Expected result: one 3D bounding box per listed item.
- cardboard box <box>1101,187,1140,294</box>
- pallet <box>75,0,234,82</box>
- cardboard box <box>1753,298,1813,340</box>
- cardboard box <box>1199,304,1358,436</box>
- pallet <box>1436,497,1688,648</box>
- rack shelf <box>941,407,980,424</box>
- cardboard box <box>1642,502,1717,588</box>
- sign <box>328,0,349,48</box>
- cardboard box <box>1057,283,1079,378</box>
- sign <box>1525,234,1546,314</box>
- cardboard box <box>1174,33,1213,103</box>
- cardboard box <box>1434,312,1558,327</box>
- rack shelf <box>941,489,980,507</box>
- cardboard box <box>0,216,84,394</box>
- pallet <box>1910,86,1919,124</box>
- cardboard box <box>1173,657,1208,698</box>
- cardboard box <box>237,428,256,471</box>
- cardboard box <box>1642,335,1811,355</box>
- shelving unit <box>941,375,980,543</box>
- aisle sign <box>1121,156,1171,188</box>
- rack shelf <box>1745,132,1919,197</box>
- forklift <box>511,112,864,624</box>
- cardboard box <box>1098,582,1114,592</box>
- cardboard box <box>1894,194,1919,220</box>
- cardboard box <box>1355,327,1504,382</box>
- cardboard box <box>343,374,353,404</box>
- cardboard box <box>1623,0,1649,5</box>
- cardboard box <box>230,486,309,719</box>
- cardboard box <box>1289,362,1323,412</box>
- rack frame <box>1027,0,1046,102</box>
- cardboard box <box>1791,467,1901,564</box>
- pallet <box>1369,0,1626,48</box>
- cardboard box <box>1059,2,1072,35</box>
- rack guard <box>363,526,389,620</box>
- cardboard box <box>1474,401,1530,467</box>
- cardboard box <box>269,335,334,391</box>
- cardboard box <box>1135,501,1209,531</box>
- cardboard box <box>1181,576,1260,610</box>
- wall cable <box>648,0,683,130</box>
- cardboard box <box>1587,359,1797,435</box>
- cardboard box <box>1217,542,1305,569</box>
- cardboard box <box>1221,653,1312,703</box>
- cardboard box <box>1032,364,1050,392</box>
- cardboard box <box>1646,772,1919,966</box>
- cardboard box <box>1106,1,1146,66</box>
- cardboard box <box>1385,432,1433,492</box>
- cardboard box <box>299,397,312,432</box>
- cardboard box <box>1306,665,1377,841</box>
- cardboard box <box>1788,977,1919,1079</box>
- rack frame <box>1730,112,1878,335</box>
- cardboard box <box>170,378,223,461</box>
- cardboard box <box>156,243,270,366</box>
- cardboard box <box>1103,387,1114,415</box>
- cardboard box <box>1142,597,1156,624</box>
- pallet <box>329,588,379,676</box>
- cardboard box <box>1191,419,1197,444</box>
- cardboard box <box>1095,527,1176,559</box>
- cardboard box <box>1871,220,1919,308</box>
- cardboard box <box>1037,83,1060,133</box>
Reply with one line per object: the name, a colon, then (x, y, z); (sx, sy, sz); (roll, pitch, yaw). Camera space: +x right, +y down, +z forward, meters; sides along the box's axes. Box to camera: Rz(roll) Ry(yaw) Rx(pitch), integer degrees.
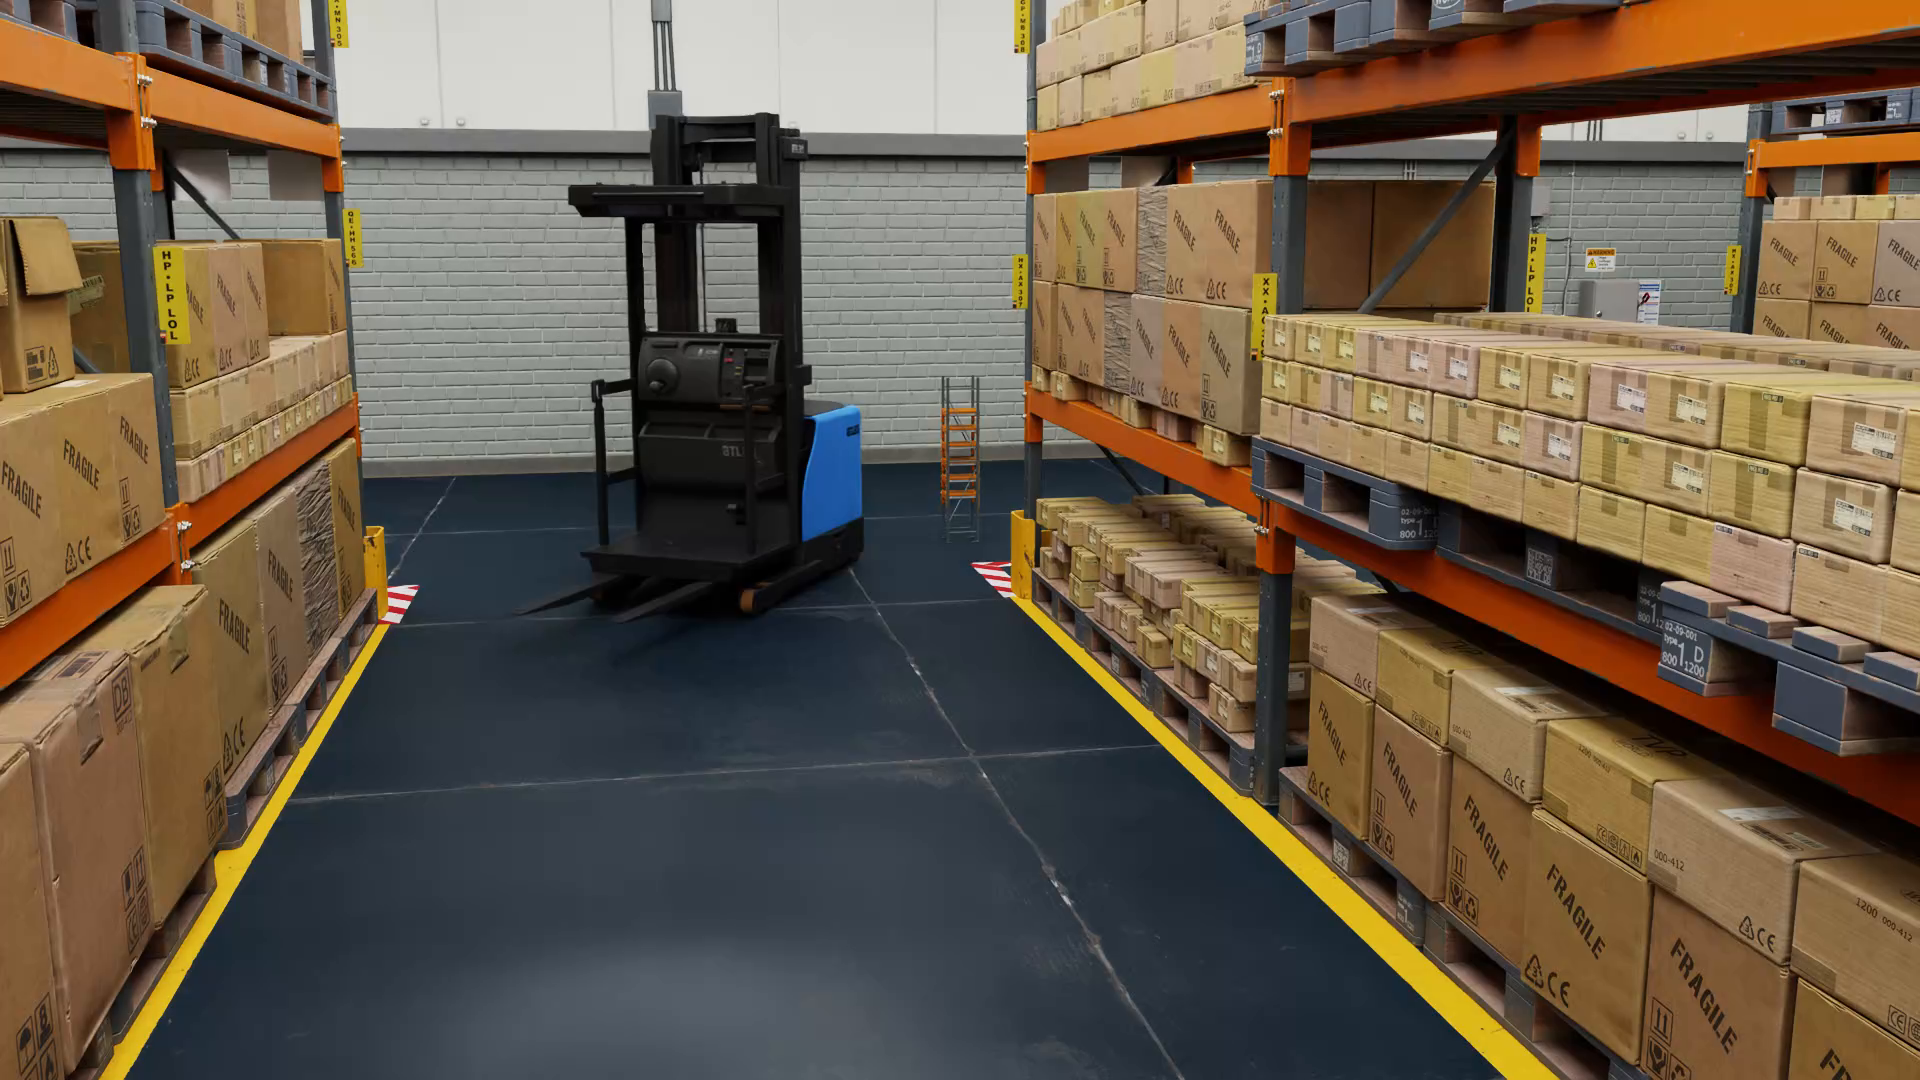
cardboard box: (1.017, -1.483, 8.230); (0.500, 0.500, 0.500); (-2, 11, -13)
pallet: (-3.352, -1.856, 6.138); (1.003, 0.211, 1.213); (-2, 11, -11)
cardboard box: (5.551, -1.320, 10.841); (0.500, 0.500, 0.500); (-2, 11, -11)
cardboard box: (1.310, -0.711, 6.845); (0.500, 0.500, 0.500); (-2, 11, -11)
pallet: (2.034, 0.029, 4.534); (1.003, 0.211, 1.213); (-2, 11, -11)
rack shelf: (0.003, -0.897, 12.011); (0.258, 0.103, 0.180); (-2, 11, -11)
cardboard box: (1.771, 0.001, 3.716); (0.380, 0.149, 0.250); (-2, 11, -12)
sign: (-3.447, -2.896, 9.209); (0.100, 0.325, 0.005); (-2, 11, -11)
cardboard box: (0.849, -1.176, 9.291); (0.500, 0.500, 0.500); (-2, 11, -11)
sign: (2.225, -1.027, 6.472); (0.100, 0.325, 0.005); (-2, 11, -11)
cardboard box: (1.235, -2.009, 7.109); (0.500, 0.250, 0.500); (-2, 11, -11)
cardboard box: (1.951, -0.746, 6.050); (0.380, 0.149, 0.250); (-2, 11, -8)
rack shelf: (0.003, -0.307, 12.124); (0.258, 0.103, 0.180); (-2, 11, -11)
cardboard box: (-3.071, -0.700, 4.903); (0.797, 0.503, 0.637); (-2, 11, -12)
pallet: (6.134, -2.439, 9.205); (1.003, 0.211, 1.213); (-2, 11, -11)
cardboard box: (1.188, 0.601, 7.519); (0.380, 0.149, 0.250); (-2, 11, -13)
cardboard box: (-3.091, -0.363, 6.752); (0.380, 0.149, 0.250); (-2, 11, -13)
cardboard box: (2.204, -0.507, 4.793); (0.380, 0.149, 0.250); (-3, 11, -14)
shelving unit: (0.003, -0.587, 12.070); (0.258, 1.200, 0.189); (-2, 11, -11)
aisle sign: (1.183, -2.472, 10.210); (0.394, 0.787, 0.004); (-2, 11, -11)
rack shelf: (6.128, -2.123, 9.228); (1.077, 0.370, 4.000); (-2, 11, -11)
forklift: (-1.612, -1.075, 10.004); (1.130, 2.935, 3.031); (4, 11, 18)
cardboard box: (0.963, 0.316, 9.017); (0.380, 0.149, 0.250); (-2, 11, -11)
cardboard box: (5.767, -1.962, 9.805); (0.380, 0.149, 0.250); (-2, 11, -10)
cardboard box: (1.460, -0.579, 5.176); (0.380, 0.149, 0.250); (-2, 11, -12)
cardboard box: (-3.589, -0.832, 9.218); (0.380, 0.149, 0.250); (-2, 11, -10)
cardboard box: (1.896, -1.505, 3.790); (0.500, 0.500, 0.500); (-2, 11, -11)
cardboard box: (-3.428, 0.273, 7.298); (0.875, 0.875, 0.875); (-2, 11, -11)
cardboard box: (1.359, -0.530, 5.710); (0.380, 0.149, 0.250); (-2, 11, -12)
rack frame: (0.903, -4.118, 9.764); (1.000, 3.000, 0.127); (-2, 11, -11)
cardboard box: (1.863, -0.055, 3.218); (0.380, 0.149, 0.250); (-2, 11, -9)
pallet: (1.902, -1.511, 4.594); (1.213, 0.211, 1.003); (-2, 11, -11)
cardboard box: (0.756, -2.844, 9.094); (0.380, 0.149, 0.250); (-2, 11, -11)
rack guard: (-3.986, 0.215, 9.731); (1.175, 0.500, 0.348); (-2, 11, -11)
cardboard box: (1.613, -0.290, 4.453); (0.380, 0.149, 0.250); (-2, 11, -12)
cardboard box: (-3.529, -0.909, 8.556); (0.500, 0.250, 0.500); (-2, 11, -12)
cardboard box: (1.247, -0.133, 9.782); (0.380, 0.149, 0.250); (-2, 11, -10)
cardboard box: (1.239, 0.268, 7.677); (0.380, 0.149, 0.250); (-2, 11, -9)
wall cable: (-1.700, -6.699, 14.720); (2.277, 5.999, 0.120); (-2, 11, -11)
cardboard box: (1.720, -0.339, 3.914); (0.380, 0.149, 0.250); (-2, 11, -11)
cardboard box: (1.539, 0.107, 8.524); (0.380, 0.149, 0.250); (-2, 11, -11)
cardboard box: (1.308, 0.565, 6.913); (0.380, 0.149, 0.250); (-2, 11, -10)
cardboard box: (0.645, -0.976, 9.974); (0.380, 0.149, 0.250); (-2, 11, -11)
cardboard box: (1.960, 0.742, 3.834); (0.500, 0.250, 0.500); (-2, 11, -10)
cardboard box: (1.023, -2.445, 8.060); (0.500, 0.250, 0.500); (-3, 11, -13)
cardboard box: (1.509, -0.242, 4.992); (0.380, 0.149, 0.250); (-3, 11, -14)
cardboard box: (-3.338, -0.597, 7.984); (0.380, 0.149, 0.250); (-2, 11, -11)
cardboard box: (1.565, 0.730, 5.902); (0.500, 0.500, 0.500); (-2, 11, -9)
cardboard box: (2.075, 1.207, 3.395); (0.500, 0.500, 0.500); (-2, 11, -11)
rack frame: (5.739, -1.369, 11.368); (1.000, 3.000, 0.127); (-2, 11, -11)
cardboard box: (-3.038, -0.443, 6.109); (0.500, 0.250, 0.500); (-2, 11, -12)
cardboard box: (-3.240, -0.999, 7.023); (0.500, 0.500, 0.500); (-2, 11, -13)
cardboard box: (0.969, -0.740, 8.734); (0.380, 0.149, 0.250); (-2, 11, -12)
cardboard box: (1.120, 0.322, 8.190); (0.380, 0.149, 0.250); (-3, 11, -14)
pallet: (-3.749, 0.505, 8.980); (1.003, 0.211, 1.213); (-2, 11, -11)
cardboard box: (1.263, -0.502, 7.482); (0.380, 0.149, 0.250); (-2, 11, -13)
cardboard box: (0.941, 0.030, 8.925); (0.380, 0.149, 0.250); (-2, 11, -9)
cardboard box: (5.768, -1.623, 9.757); (0.500, 0.500, 0.500); (-2, 11, -11)
cardboard box: (0.740, -2.479, 9.577); (0.500, 0.250, 0.500); (-2, 11, -9)
